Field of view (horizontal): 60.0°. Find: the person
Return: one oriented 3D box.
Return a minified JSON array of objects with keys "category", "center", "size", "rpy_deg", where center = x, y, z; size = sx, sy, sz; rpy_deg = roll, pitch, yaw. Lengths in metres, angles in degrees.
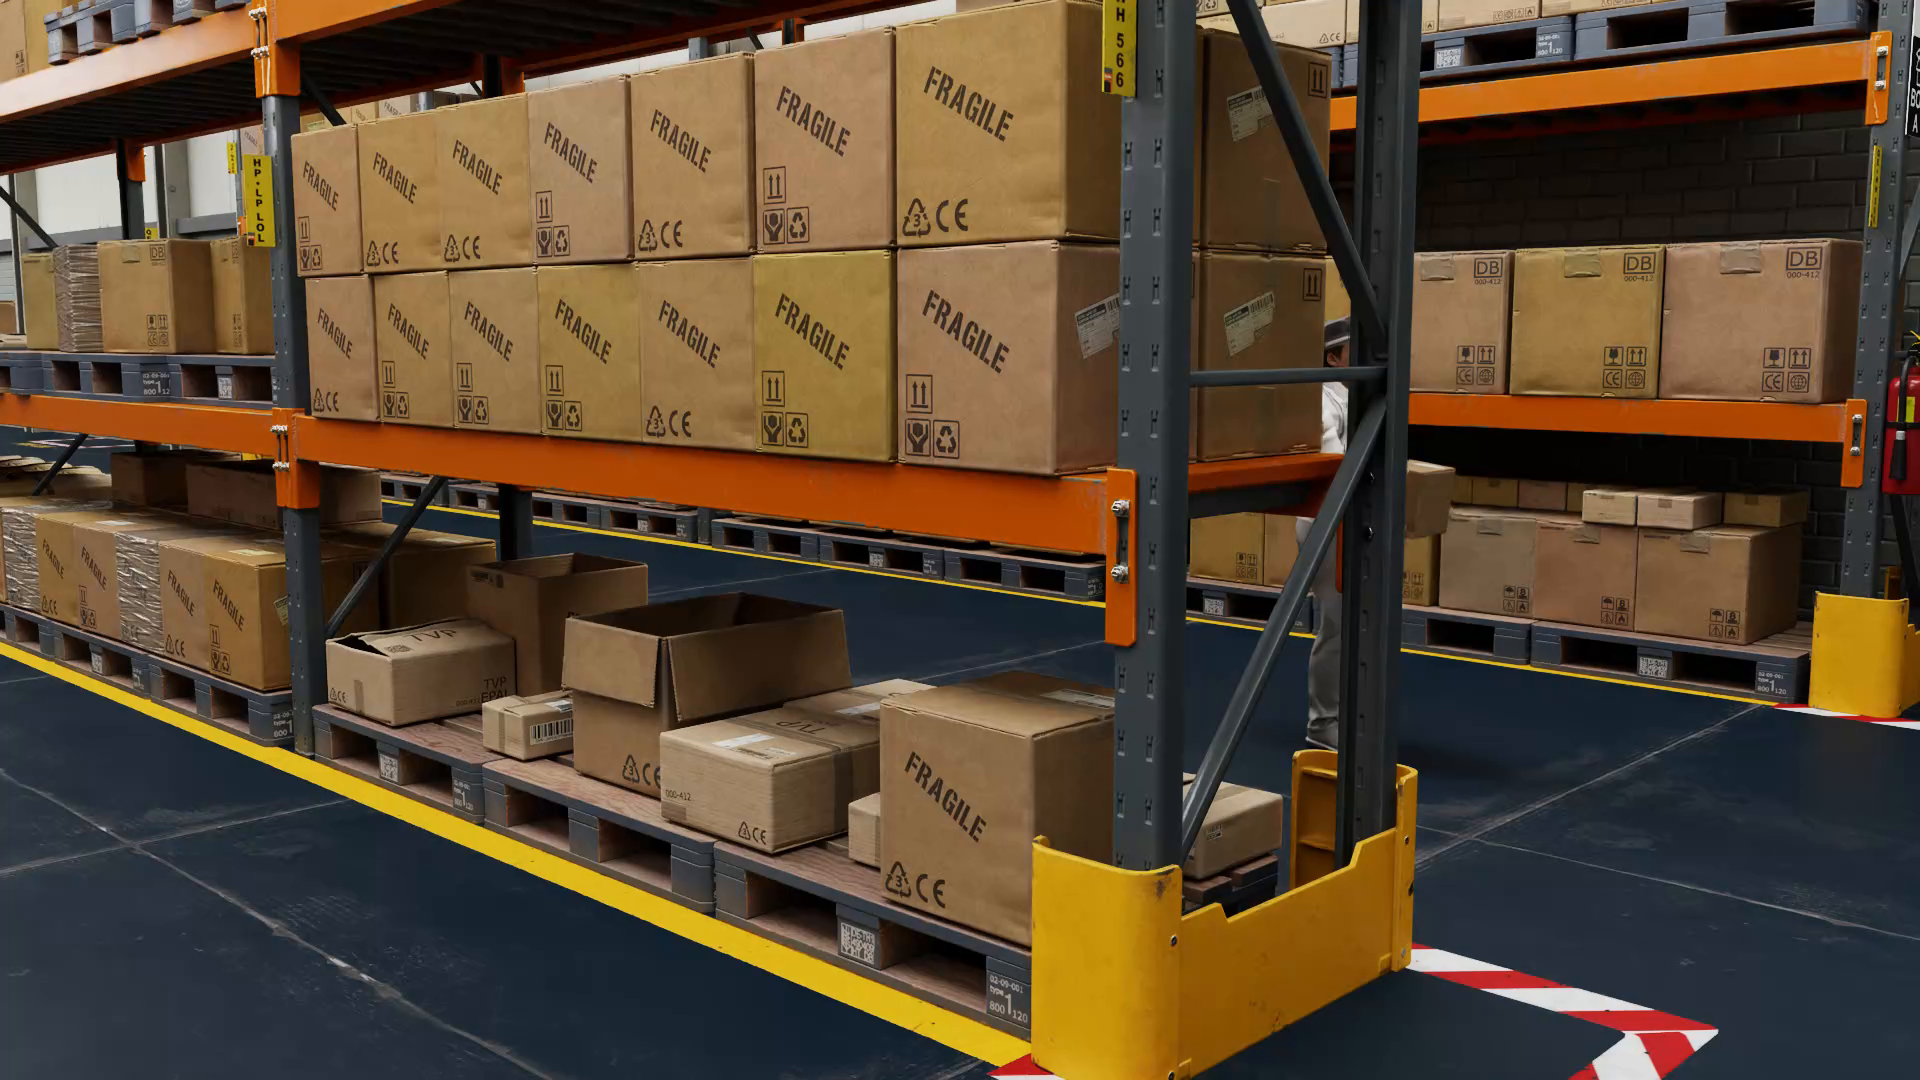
[{"category":"person","center":[1.539,-0.027,6.394],"size":[0.535,1.691,0.453],"rpy_deg":[7,10,43]}]
